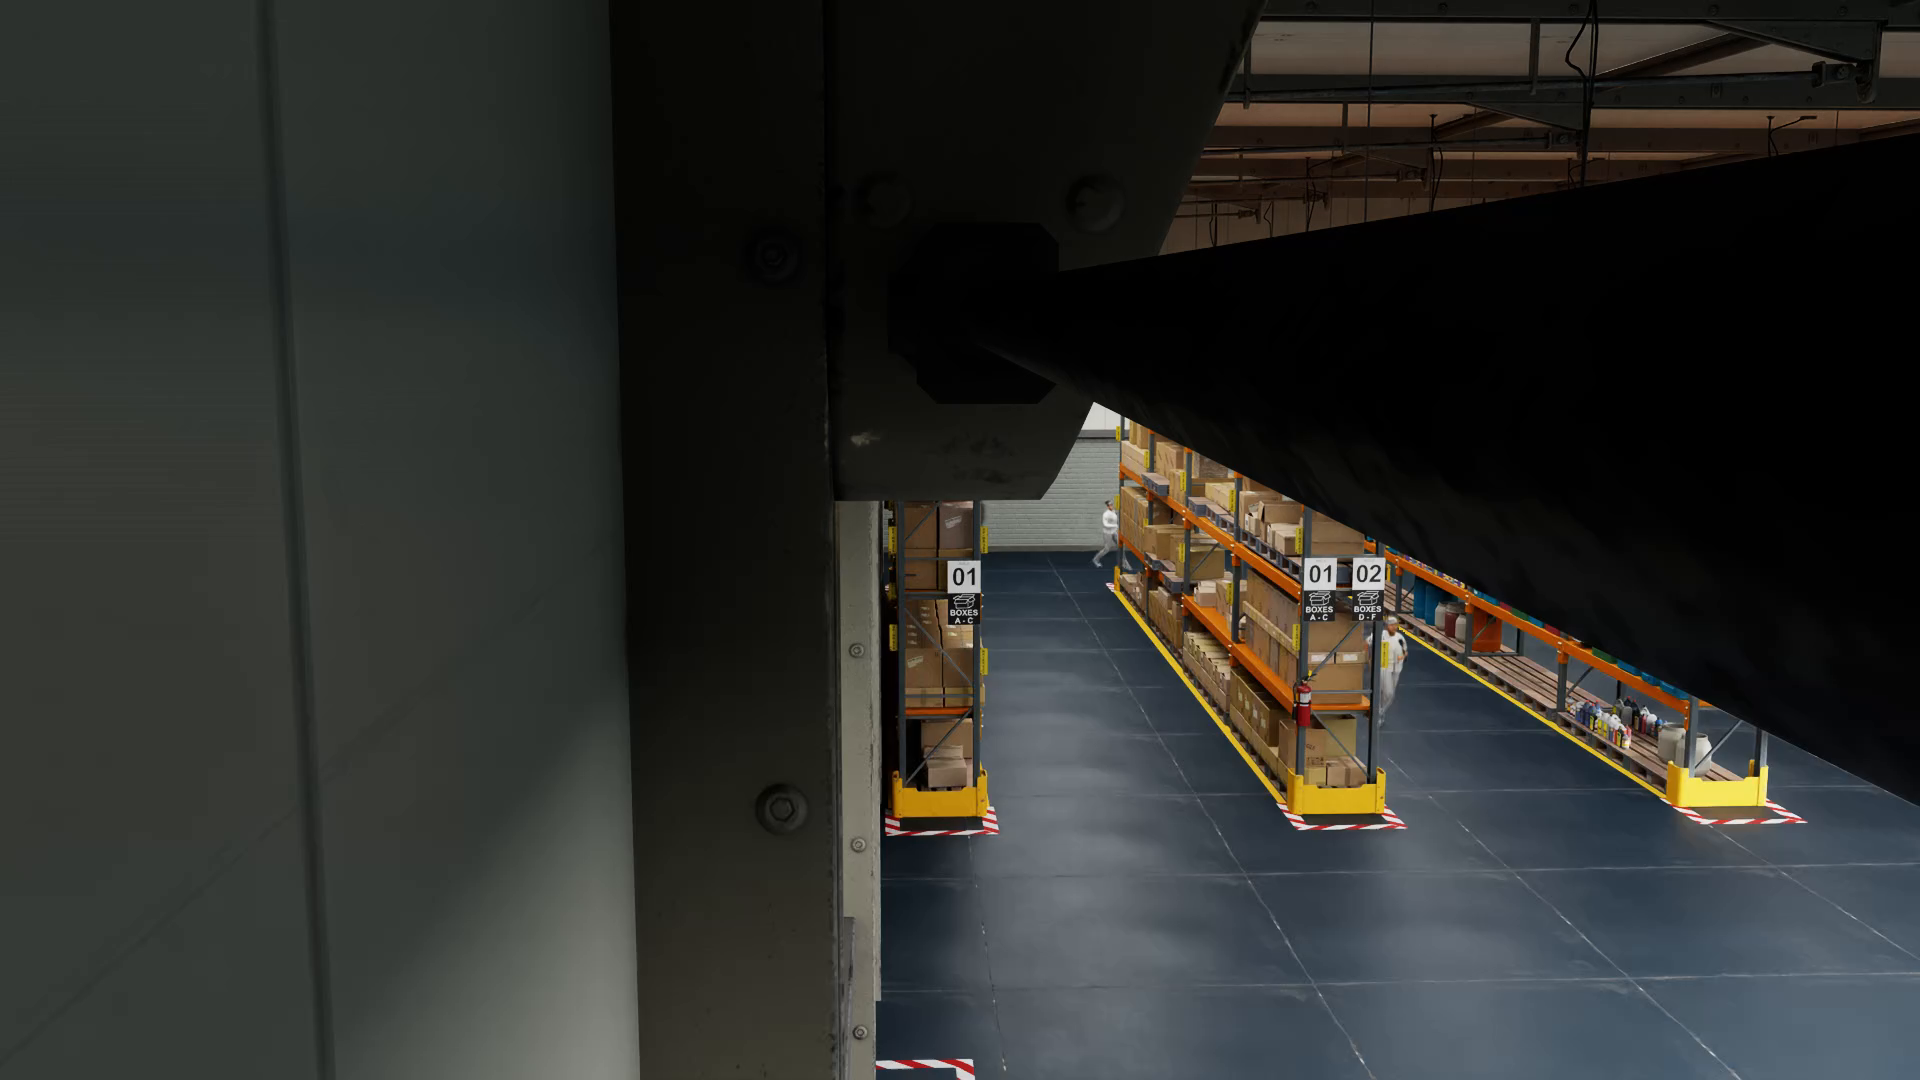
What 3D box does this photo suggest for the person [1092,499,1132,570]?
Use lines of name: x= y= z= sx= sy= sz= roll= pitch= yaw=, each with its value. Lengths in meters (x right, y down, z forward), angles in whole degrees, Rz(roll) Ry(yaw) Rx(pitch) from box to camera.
person: x=3.557 y=-0.136 z=39.186 sx=0.921 sy=1.693 sz=0.630 roll=6 pitch=10 yaw=34

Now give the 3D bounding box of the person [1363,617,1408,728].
person: x=6.391 y=1.960 z=24.820 sx=0.583 sy=1.659 sz=0.642 roll=-3 pitch=9 yaw=-21
